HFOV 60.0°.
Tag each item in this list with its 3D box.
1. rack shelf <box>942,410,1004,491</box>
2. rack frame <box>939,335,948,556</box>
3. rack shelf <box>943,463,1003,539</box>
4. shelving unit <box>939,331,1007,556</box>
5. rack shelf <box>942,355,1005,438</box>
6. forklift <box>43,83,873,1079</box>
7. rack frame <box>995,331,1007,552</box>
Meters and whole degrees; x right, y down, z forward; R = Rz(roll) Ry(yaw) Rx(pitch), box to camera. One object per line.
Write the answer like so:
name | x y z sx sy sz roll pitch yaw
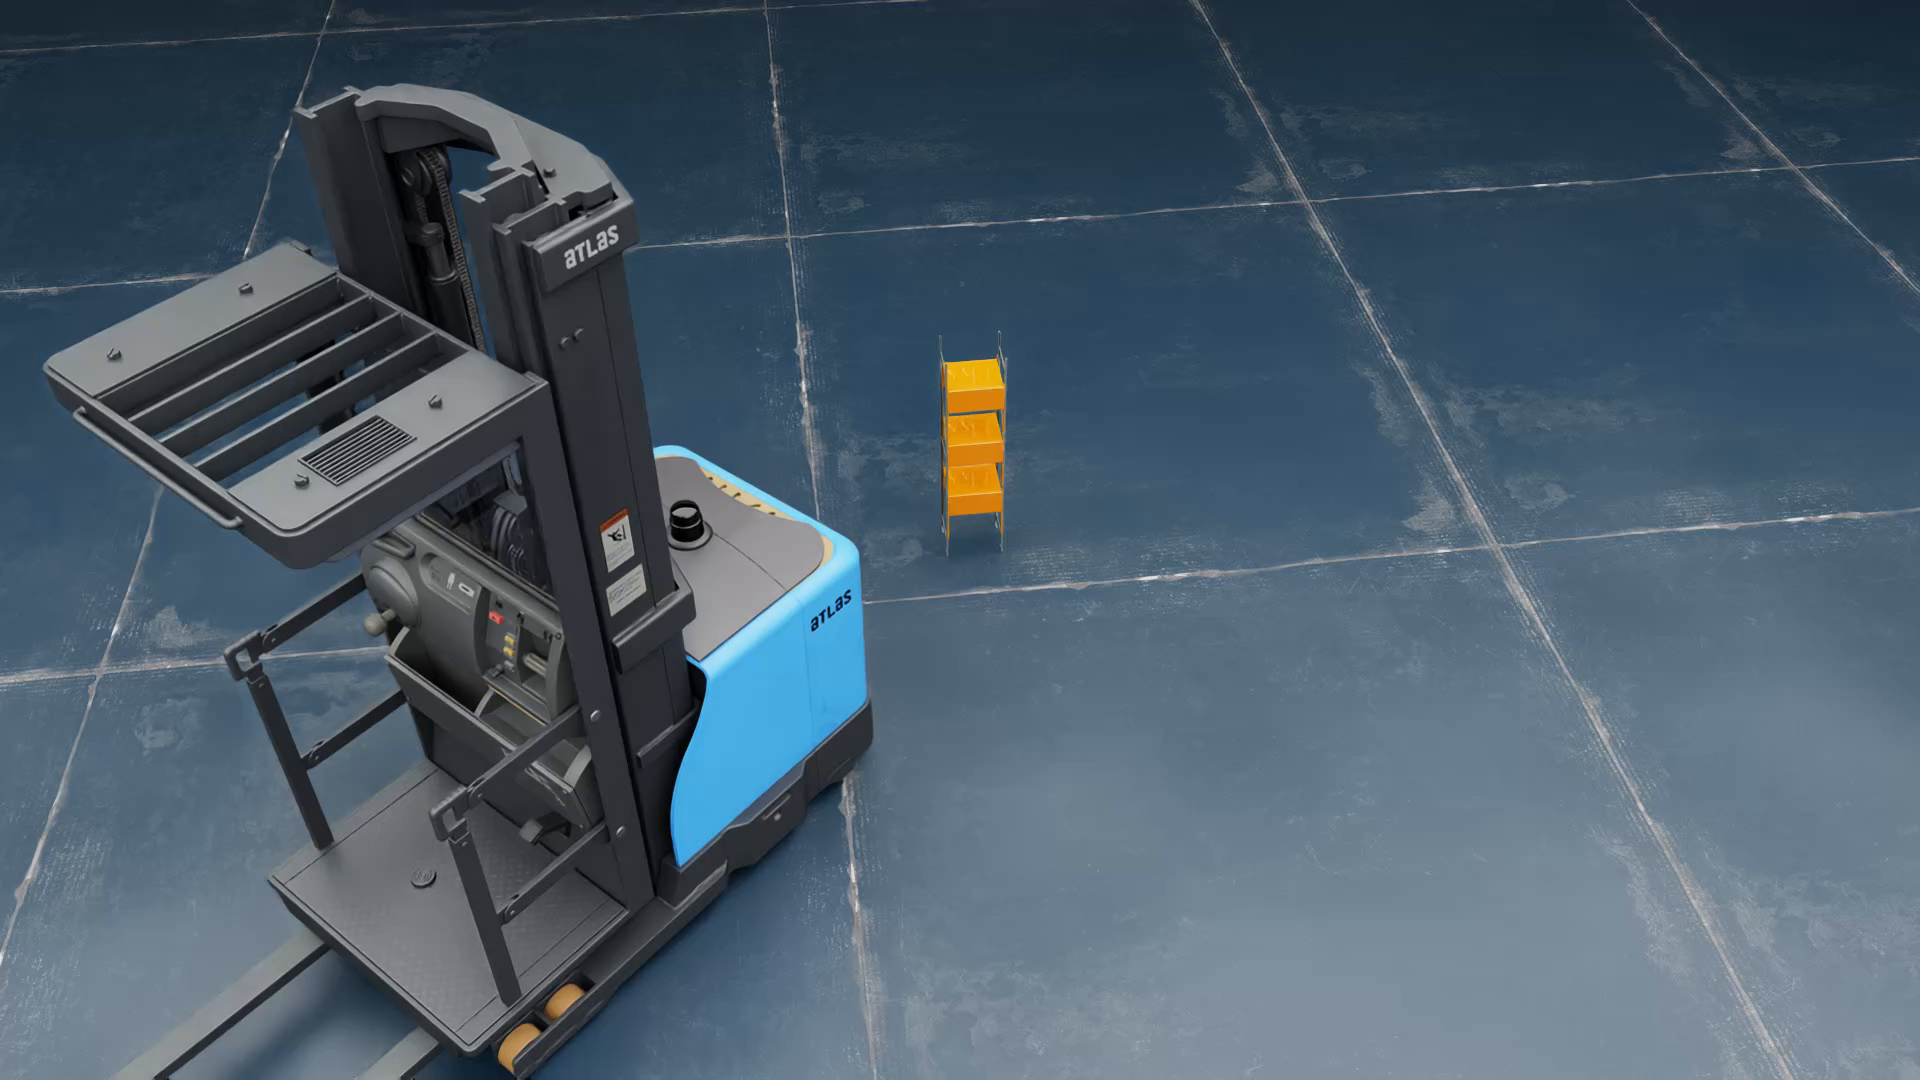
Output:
rack shelf | 0.053 -0.387 7.126 0.240 0.259 0.215 -5 42 -6
rack frame | -0.068 -0.384 7.107 0.008 1.050 0.200 -5 42 -6
rack shelf | 0.053 -0.180 7.312 0.240 0.259 0.215 -5 42 -6
shelving unit | 0.053 -0.394 7.119 0.252 1.050 0.215 -5 42 -6
rack shelf | 0.053 -0.597 6.936 0.240 0.259 0.215 -5 42 -6
forklift | -1.651 0.298 4.947 1.130 2.935 3.031 28 49 28
rack frame | 0.174 -0.405 7.130 0.008 1.050 0.200 -5 42 -6
